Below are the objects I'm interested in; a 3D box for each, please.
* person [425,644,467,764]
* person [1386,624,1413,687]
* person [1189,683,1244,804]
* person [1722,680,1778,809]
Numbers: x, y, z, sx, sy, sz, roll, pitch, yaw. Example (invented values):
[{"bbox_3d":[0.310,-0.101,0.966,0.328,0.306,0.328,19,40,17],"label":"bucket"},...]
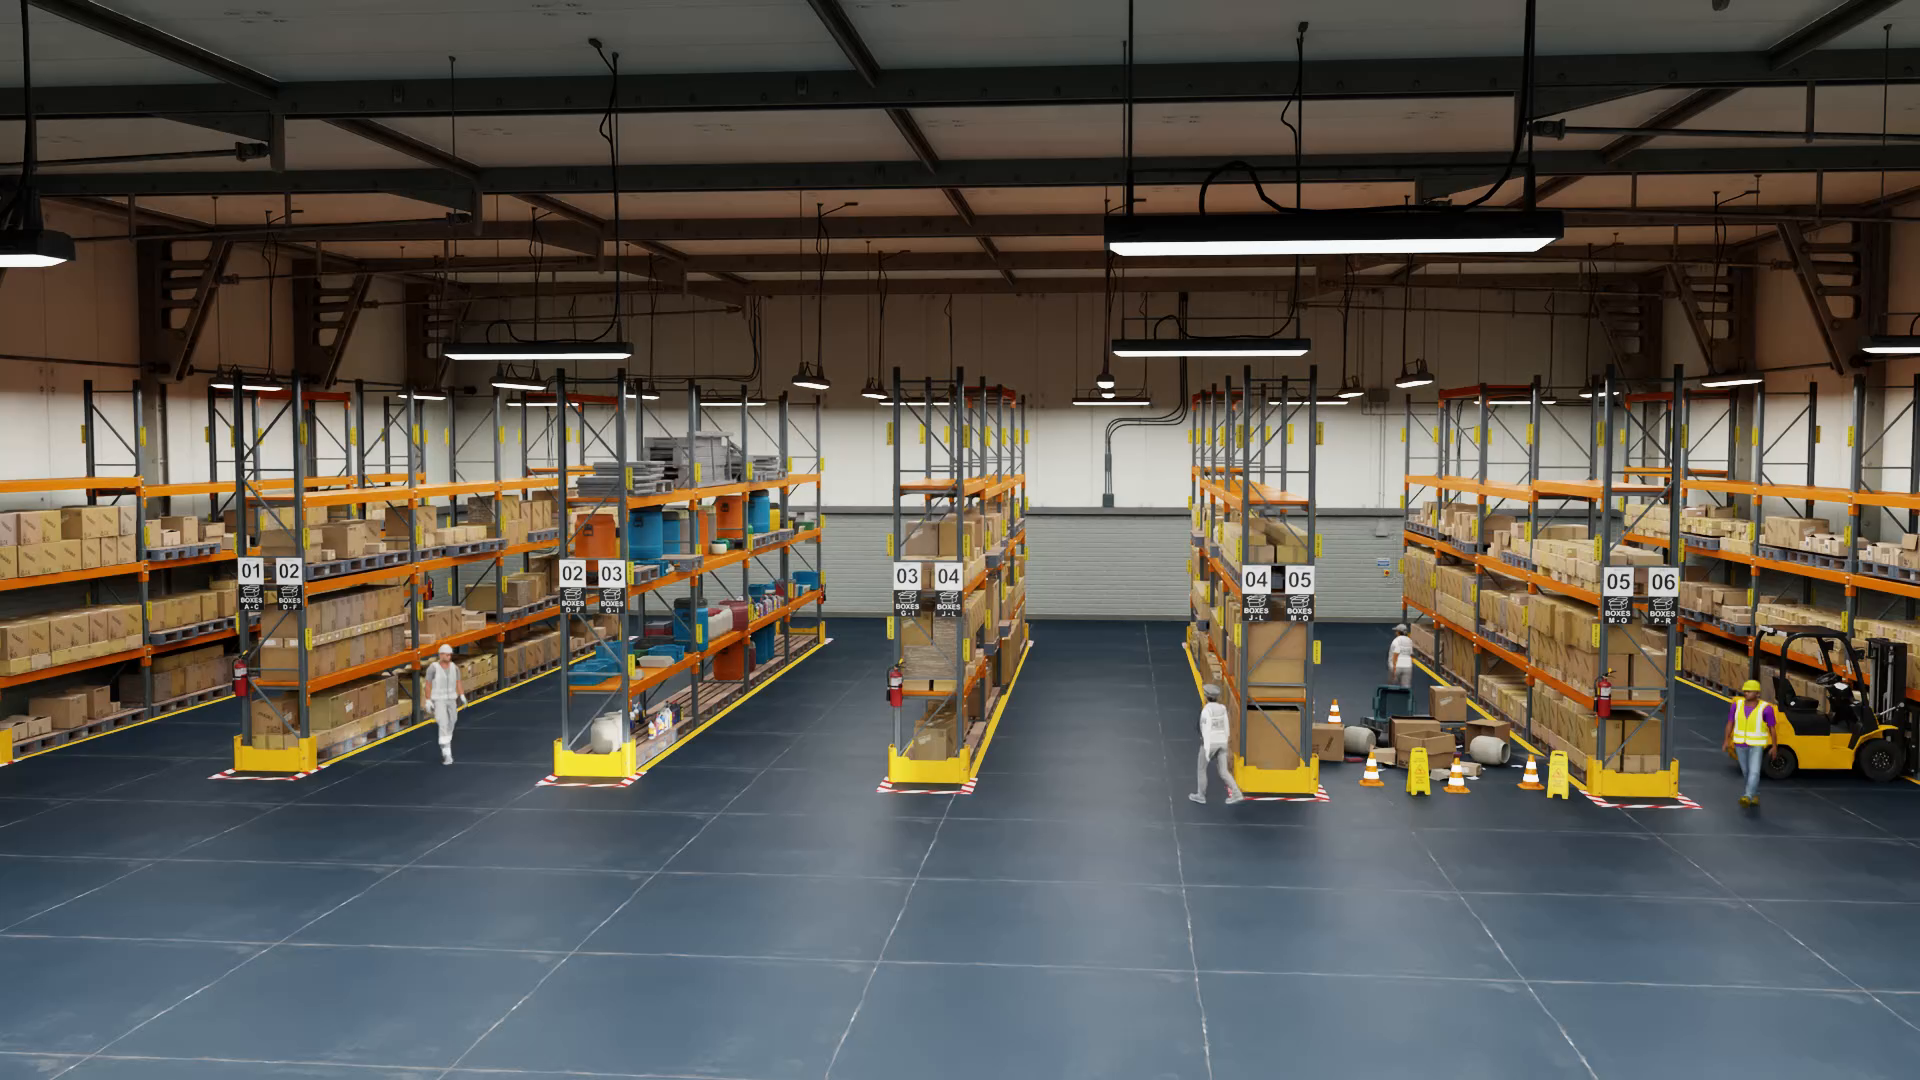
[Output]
[{"bbox_3d":[-7.905,2.521,25.716,0.558,1.791,0.753,-4,5,-45],"label":"person"},{"bbox_3d":[7.887,2.355,29.741,0.503,1.701,0.626,0,4,-4],"label":"person"},{"bbox_3d":[3.481,2.777,22.502,0.496,1.645,0.935,-2,4,-31],"label":"person"},{"bbox_3d":[10.544,2.738,22.304,1.051,1.708,0.602,-3,5,-41],"label":"person"}]
